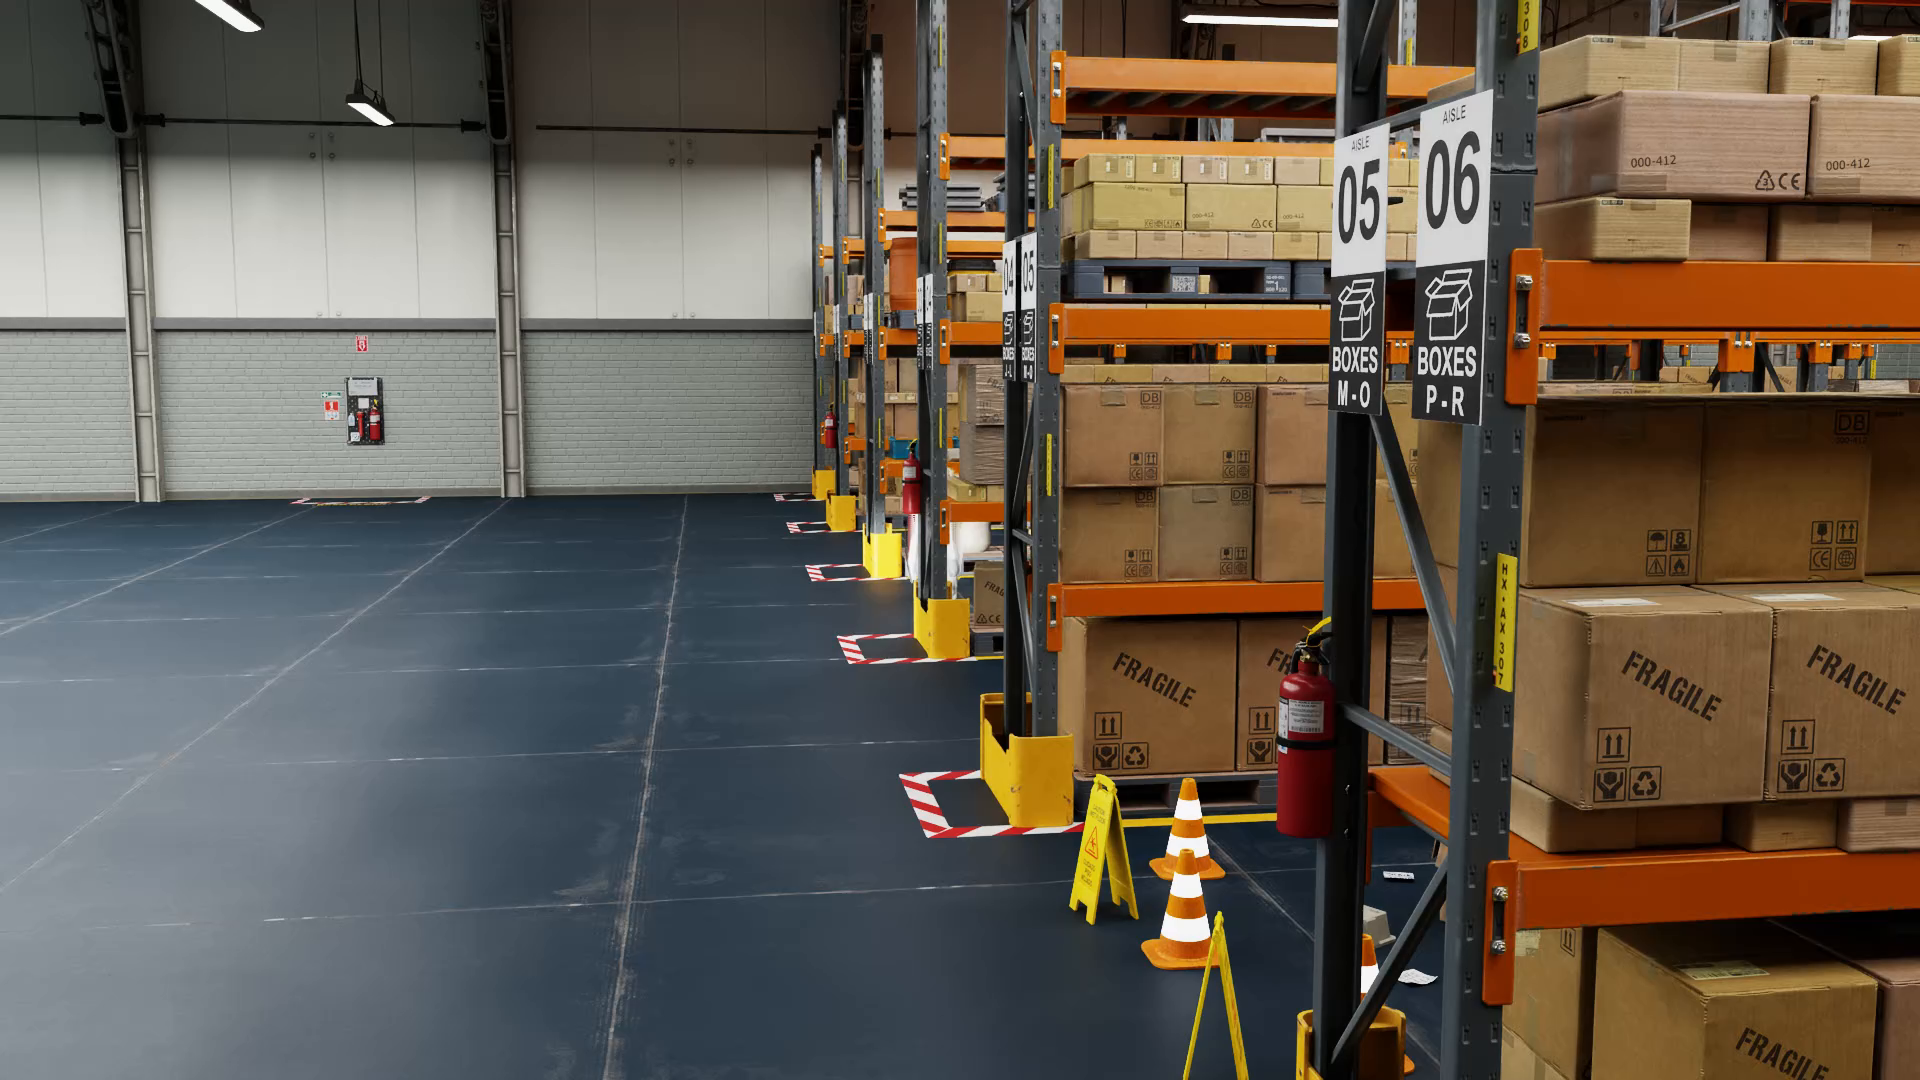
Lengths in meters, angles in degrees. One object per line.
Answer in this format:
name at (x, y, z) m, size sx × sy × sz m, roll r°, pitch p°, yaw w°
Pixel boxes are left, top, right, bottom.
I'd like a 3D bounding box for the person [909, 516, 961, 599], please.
person at (-0.257, 0.197, 16.932) m, size 0.490 × 0.914 × 0.847 m, roll -1°, pitch 7°, yaw -9°
